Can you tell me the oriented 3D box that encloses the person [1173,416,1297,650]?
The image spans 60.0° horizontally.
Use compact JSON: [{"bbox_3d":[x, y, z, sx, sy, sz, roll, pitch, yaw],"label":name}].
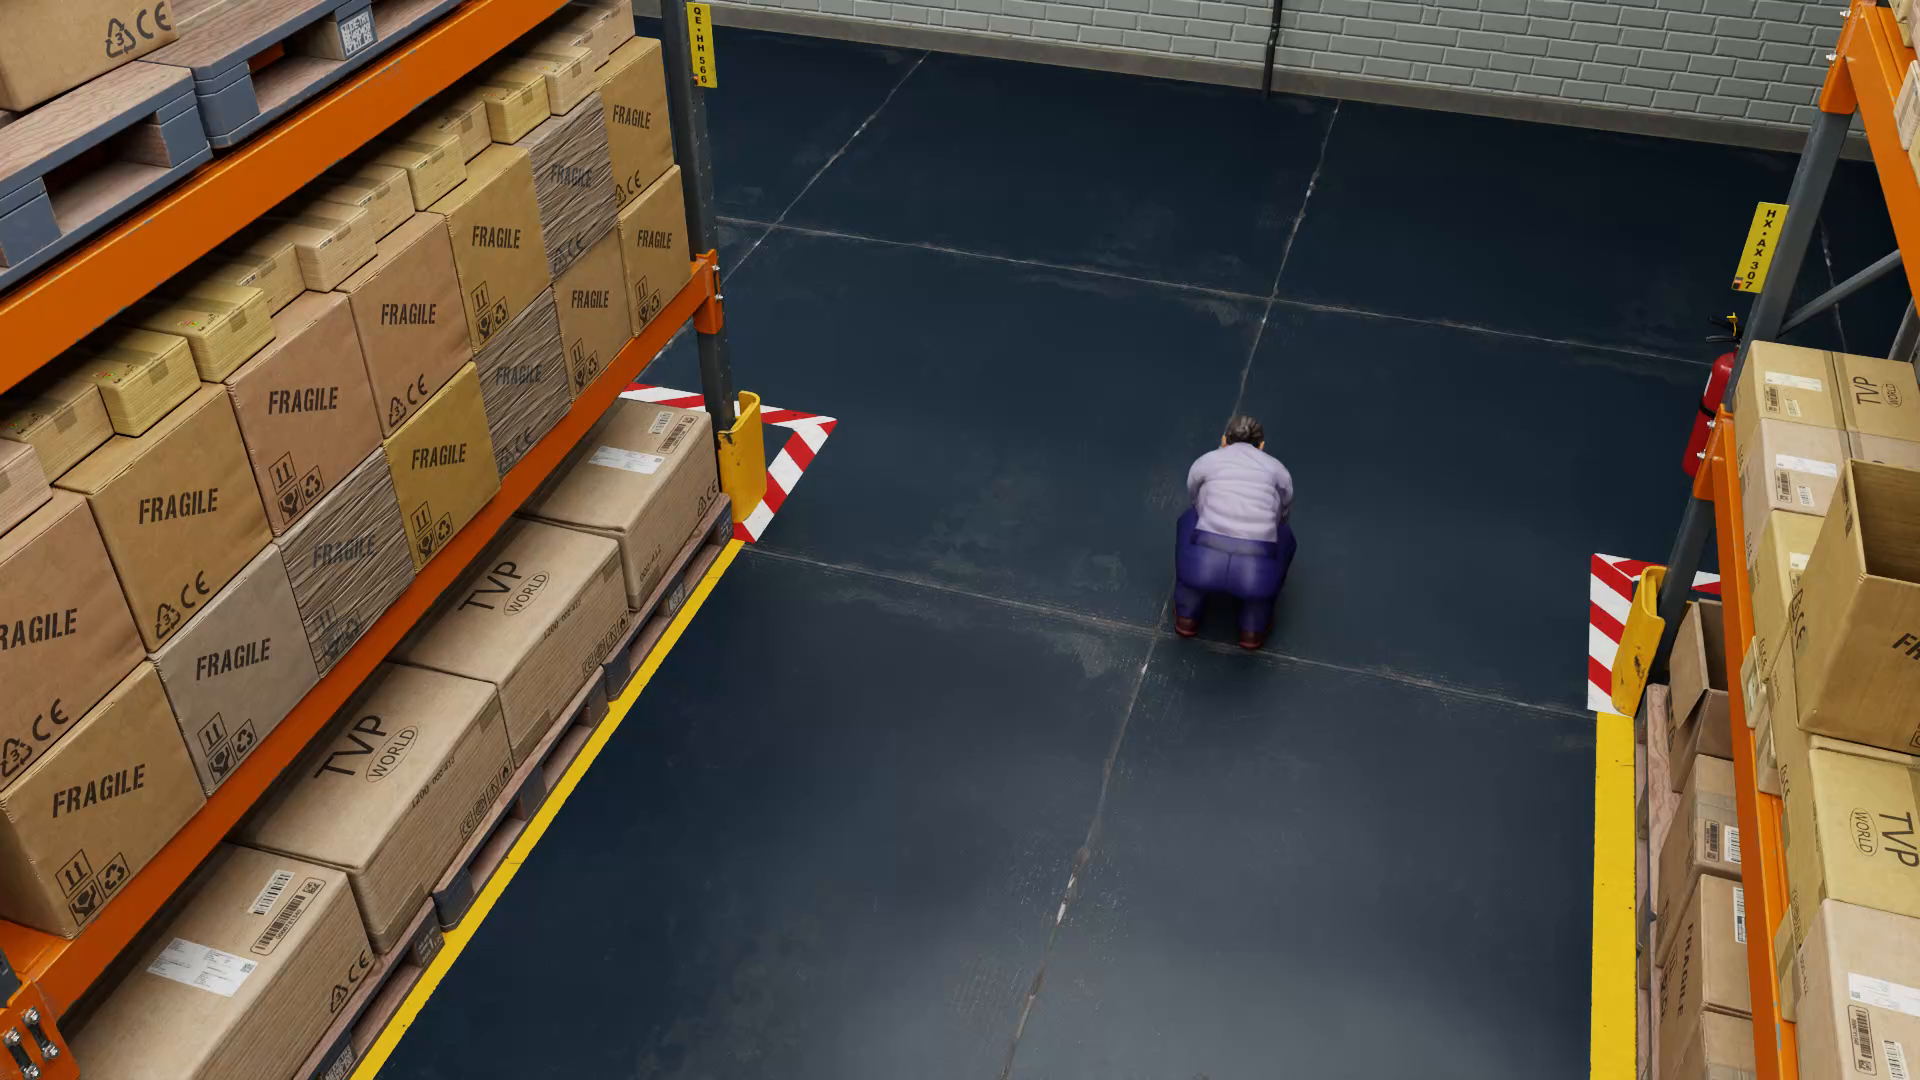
[{"bbox_3d":[1.149,0.001,6.969,0.513,0.747,0.870,10,38,13],"label":"person"}]
